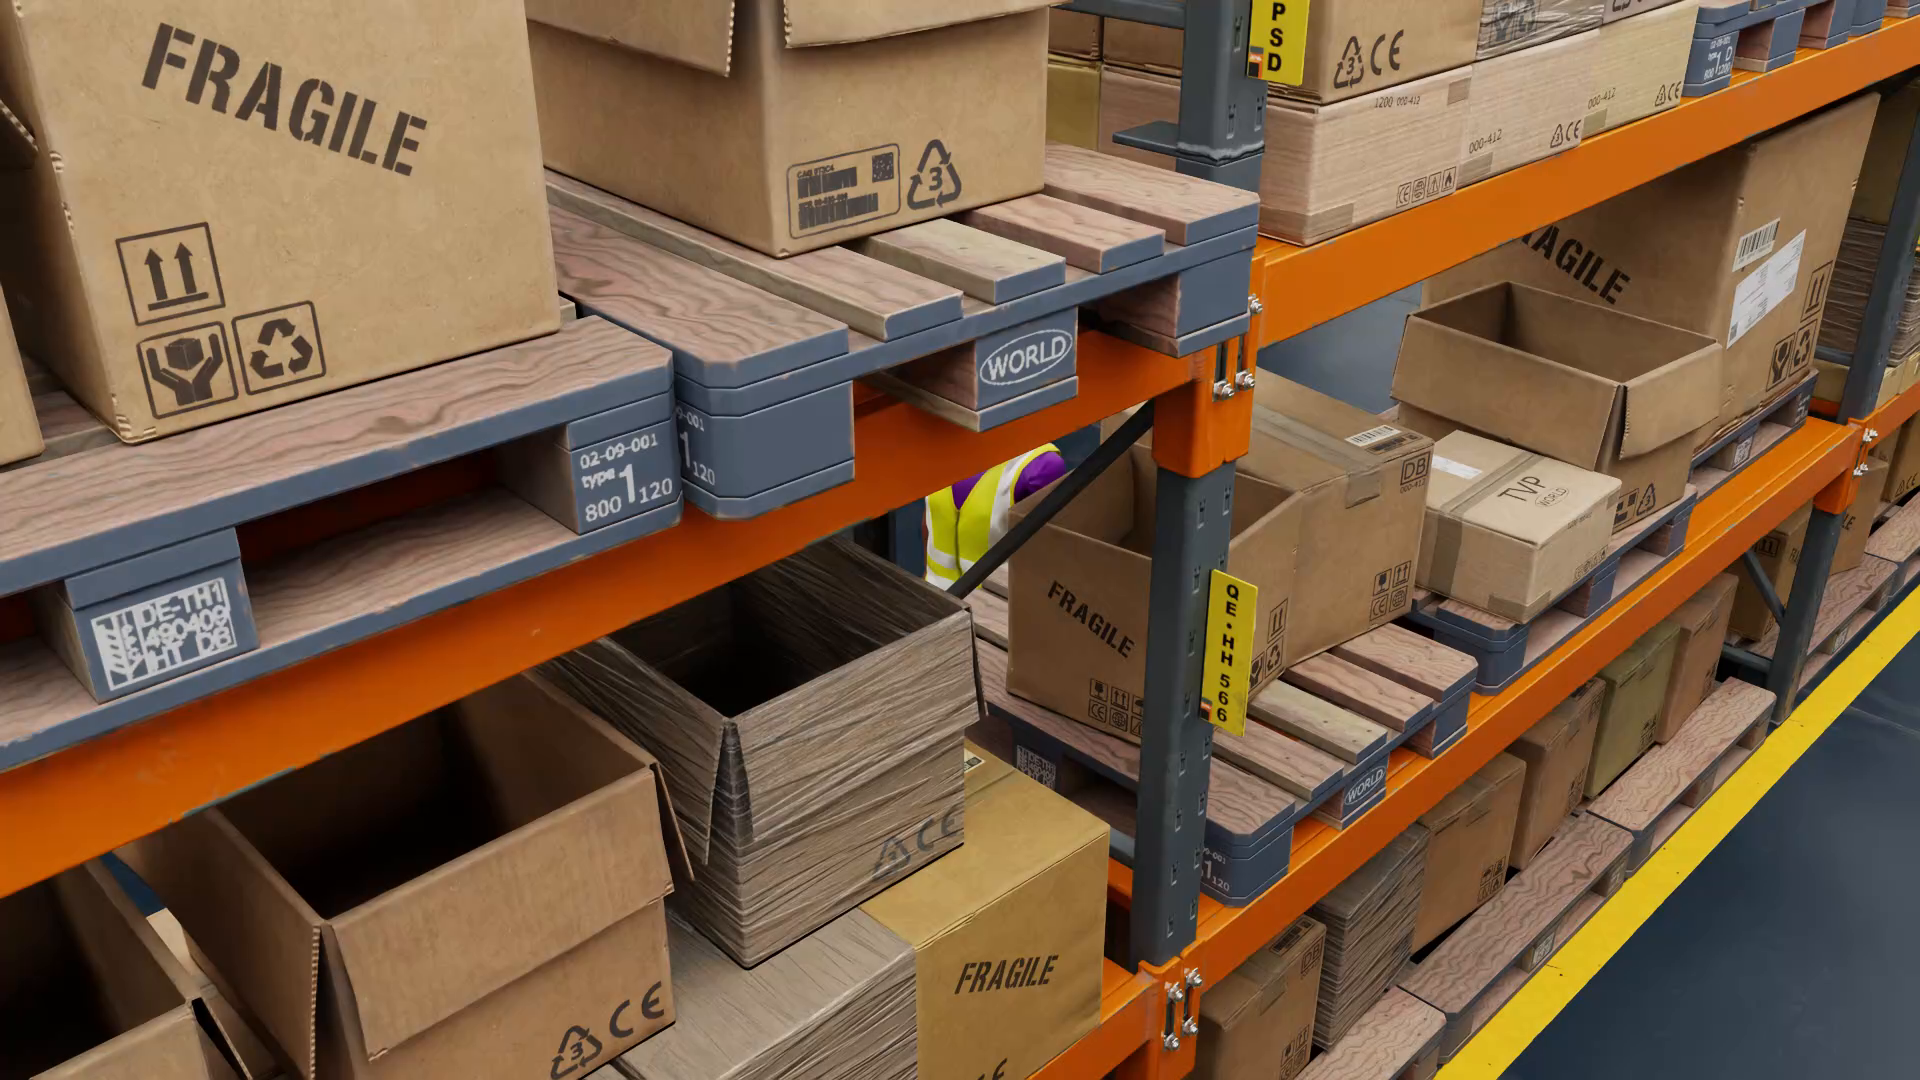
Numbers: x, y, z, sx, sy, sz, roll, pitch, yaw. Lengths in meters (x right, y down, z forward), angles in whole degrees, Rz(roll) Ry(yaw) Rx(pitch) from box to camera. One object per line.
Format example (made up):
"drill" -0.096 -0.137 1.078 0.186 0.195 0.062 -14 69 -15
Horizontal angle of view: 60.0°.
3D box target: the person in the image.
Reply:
"person" 0.048 0.213 5.684 0.585 1.769 0.582 19 33 31
